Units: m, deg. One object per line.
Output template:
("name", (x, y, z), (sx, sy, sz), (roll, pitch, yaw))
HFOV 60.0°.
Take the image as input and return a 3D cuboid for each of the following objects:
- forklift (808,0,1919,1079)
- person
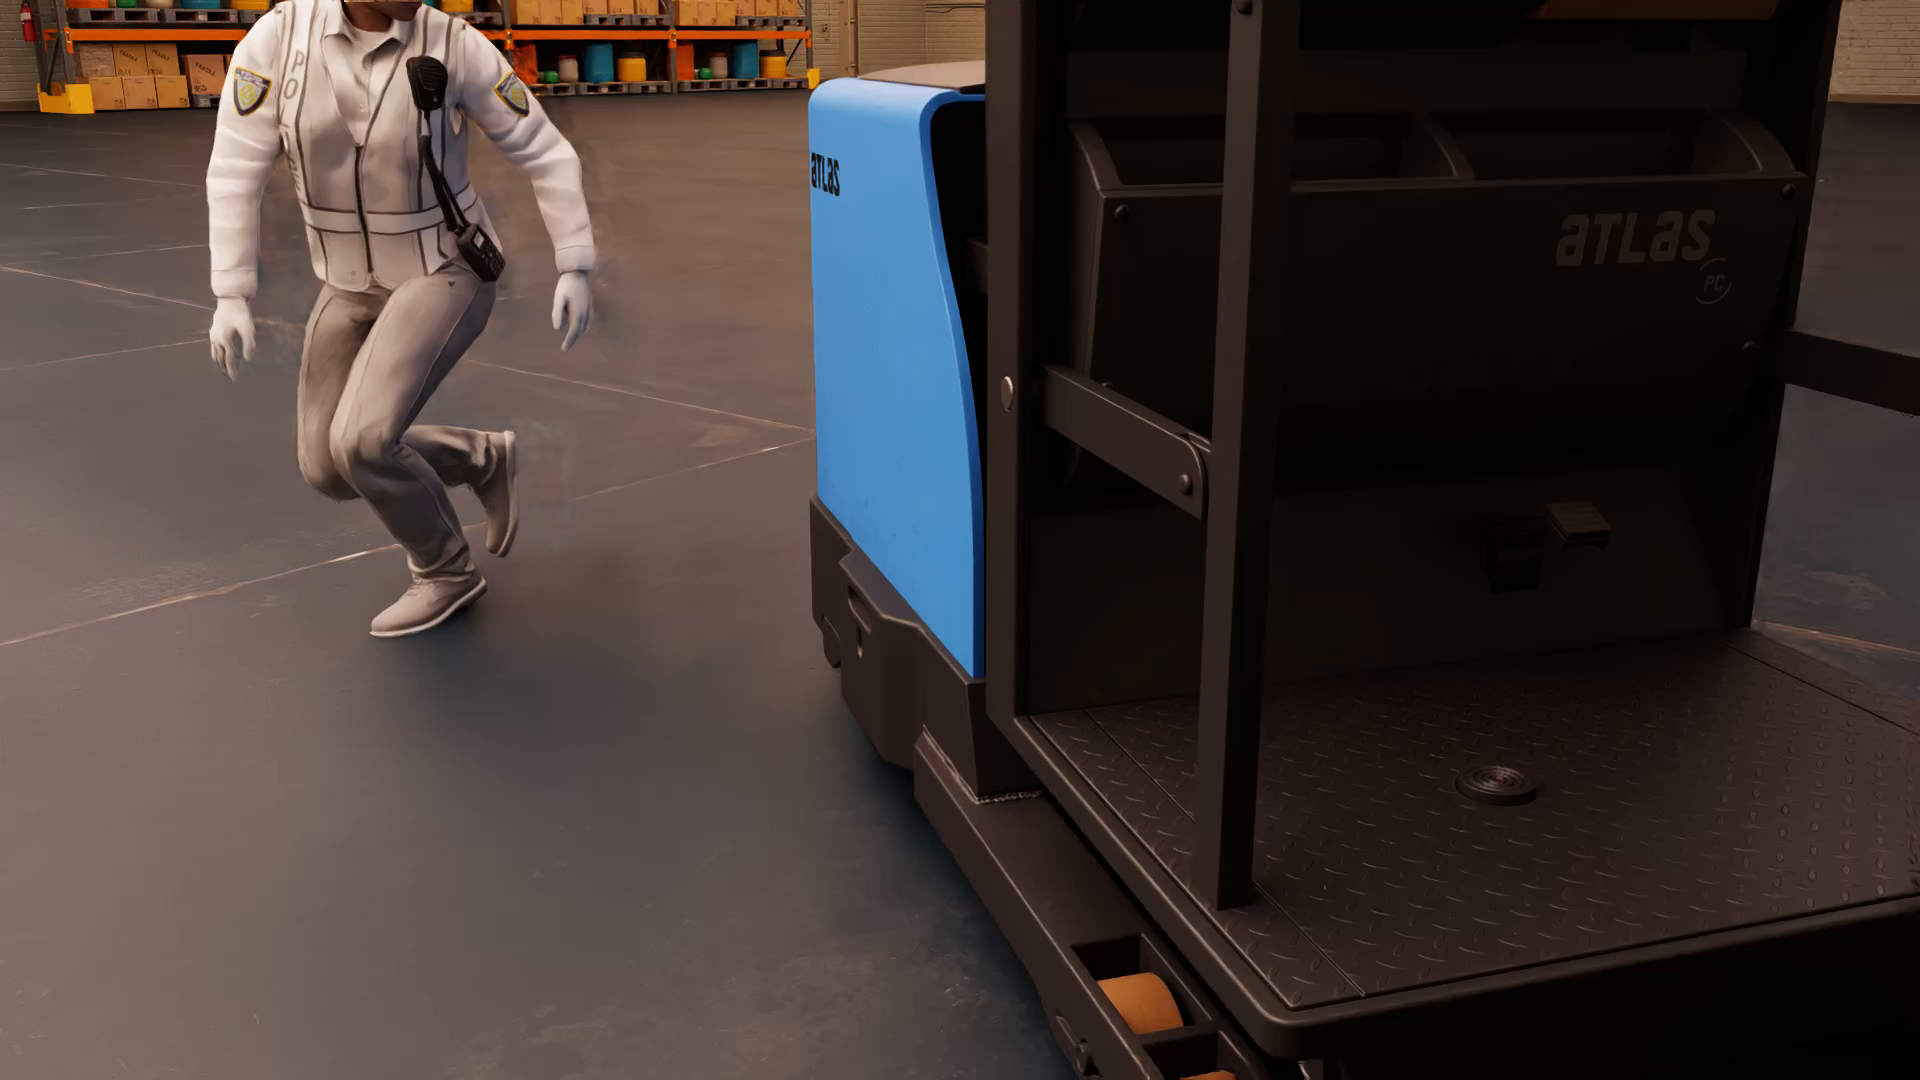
("forklift", (0.640, -0.835, 1.646), (1.130, 2.935, 3.031), (-5, 18, -17))
("person", (-1.045, -0.551, 3.315), (0.628, 1.458, 0.671), (4, 17, 12))
